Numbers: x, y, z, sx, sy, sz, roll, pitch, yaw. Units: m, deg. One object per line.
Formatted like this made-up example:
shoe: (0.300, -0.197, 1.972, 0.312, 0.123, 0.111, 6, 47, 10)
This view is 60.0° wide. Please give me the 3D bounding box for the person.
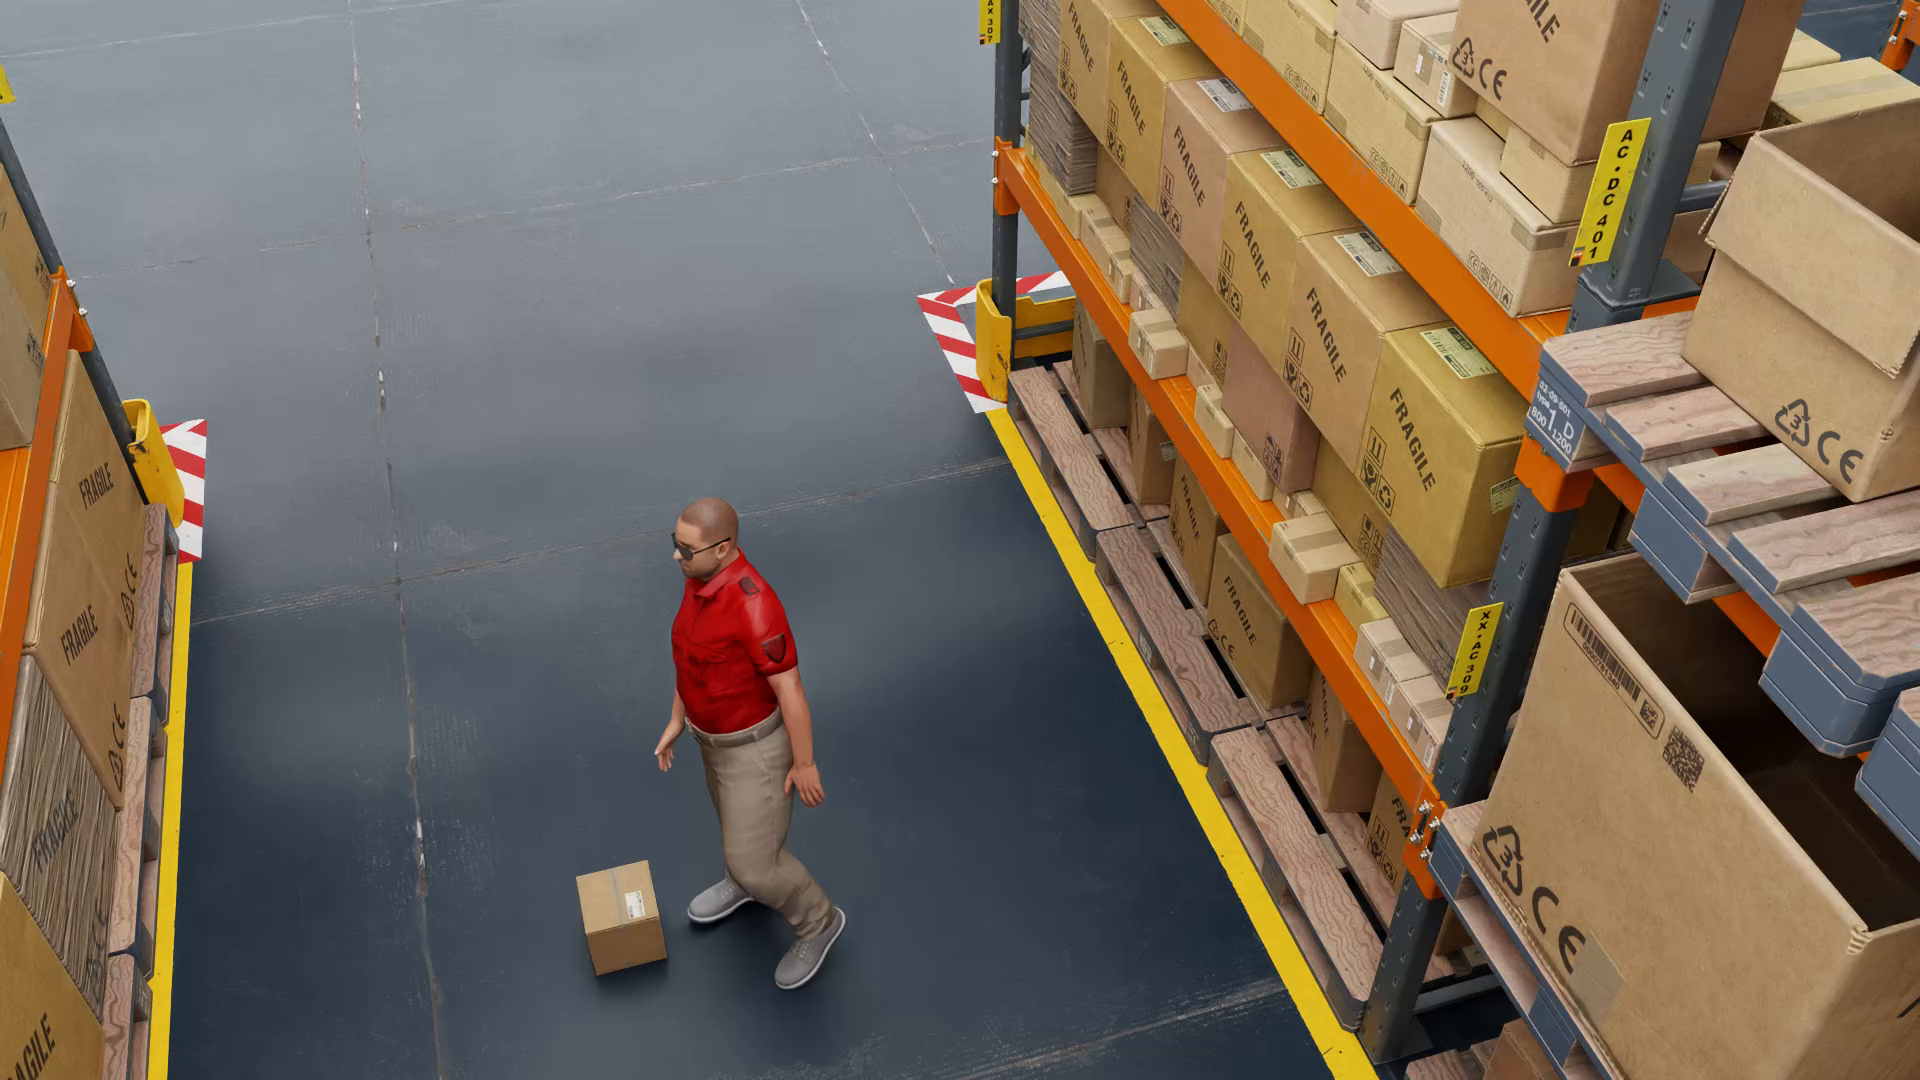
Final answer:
person: (-0.748, 0.654, 5.391, 0.458, 1.656, 0.736, -16, 44, -17)
